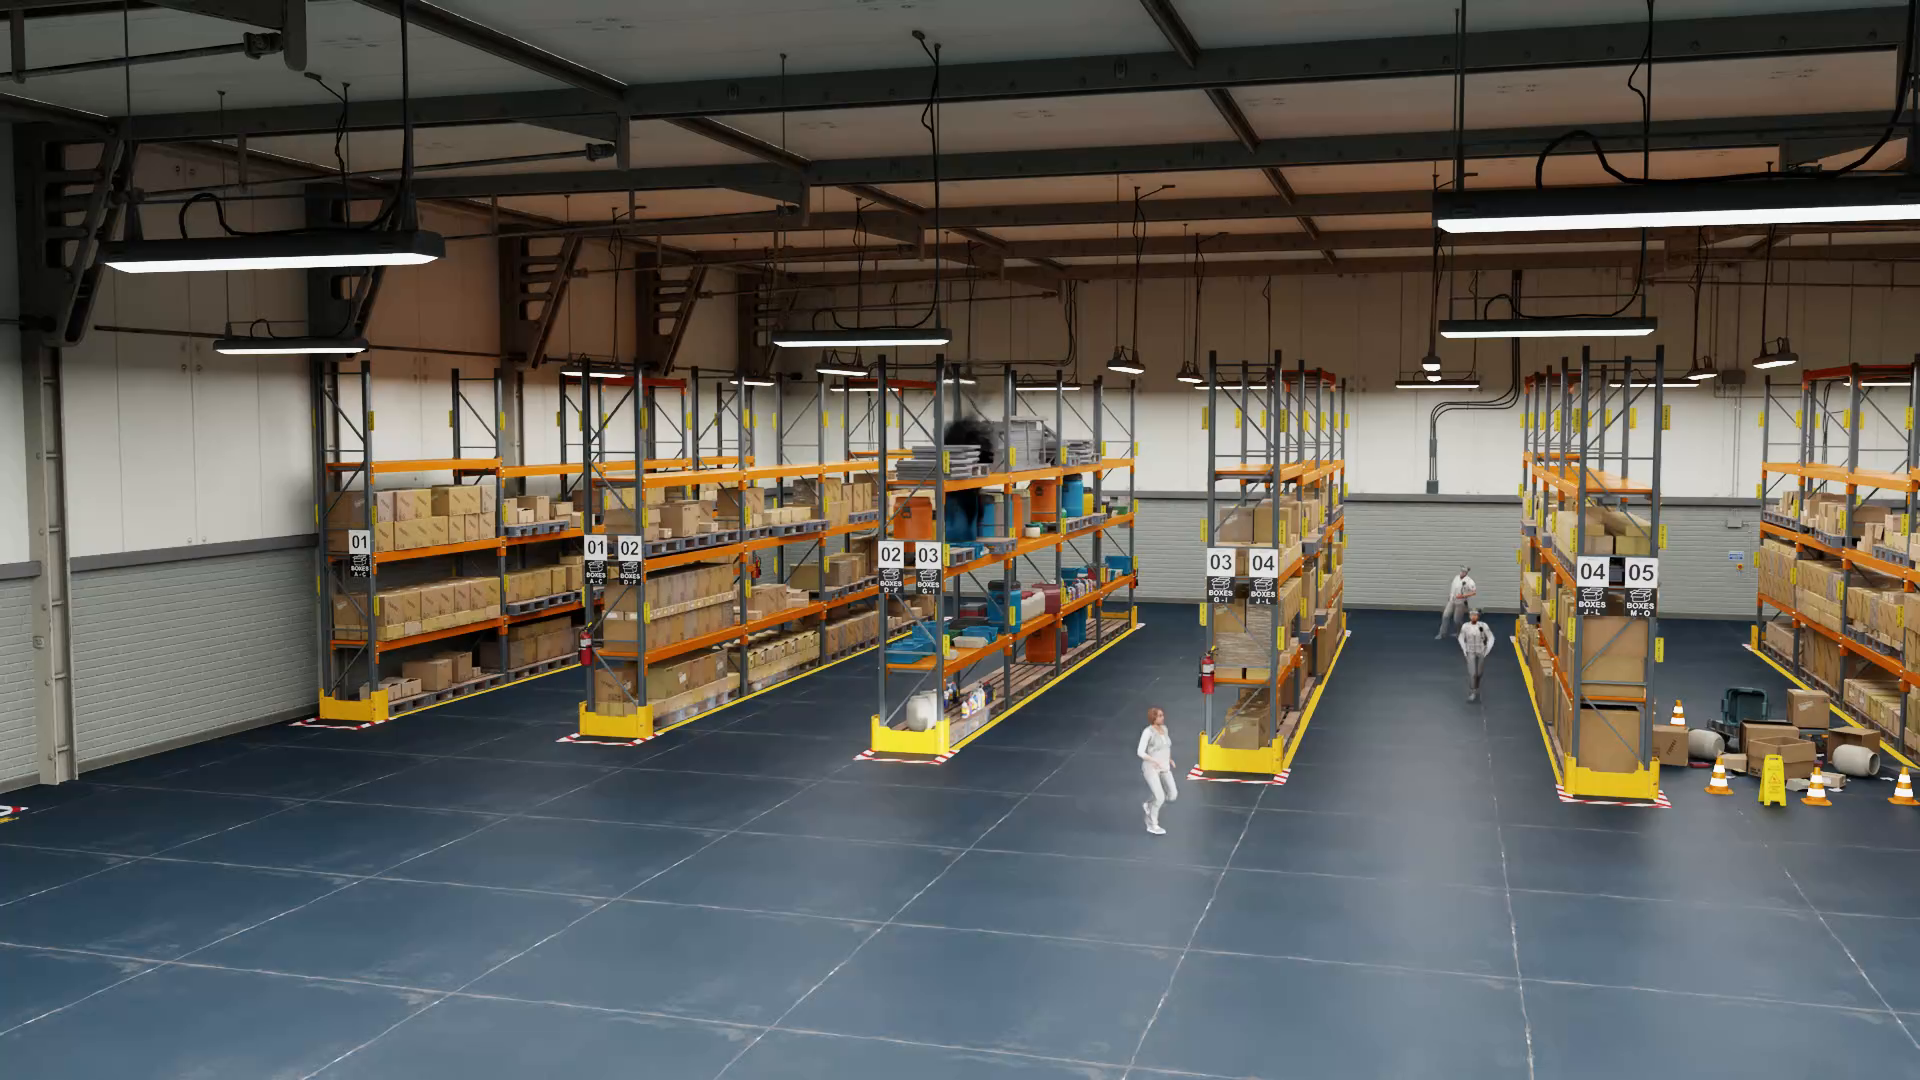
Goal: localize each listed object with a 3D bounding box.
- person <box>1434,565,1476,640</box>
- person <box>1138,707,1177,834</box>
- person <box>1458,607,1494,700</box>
[{"bbox_3d":[11.412,1.439,38.062,0.802,1.748,0.772,-3,5,-36],"label":"person"},{"bbox_3d":[2.381,2.787,20.120,0.512,1.554,0.530,-3,5,-39],"label":"person"},{"bbox_3d":[9.326,2.034,30.067,0.626,1.681,0.607,1,4,20],"label":"person"}]
